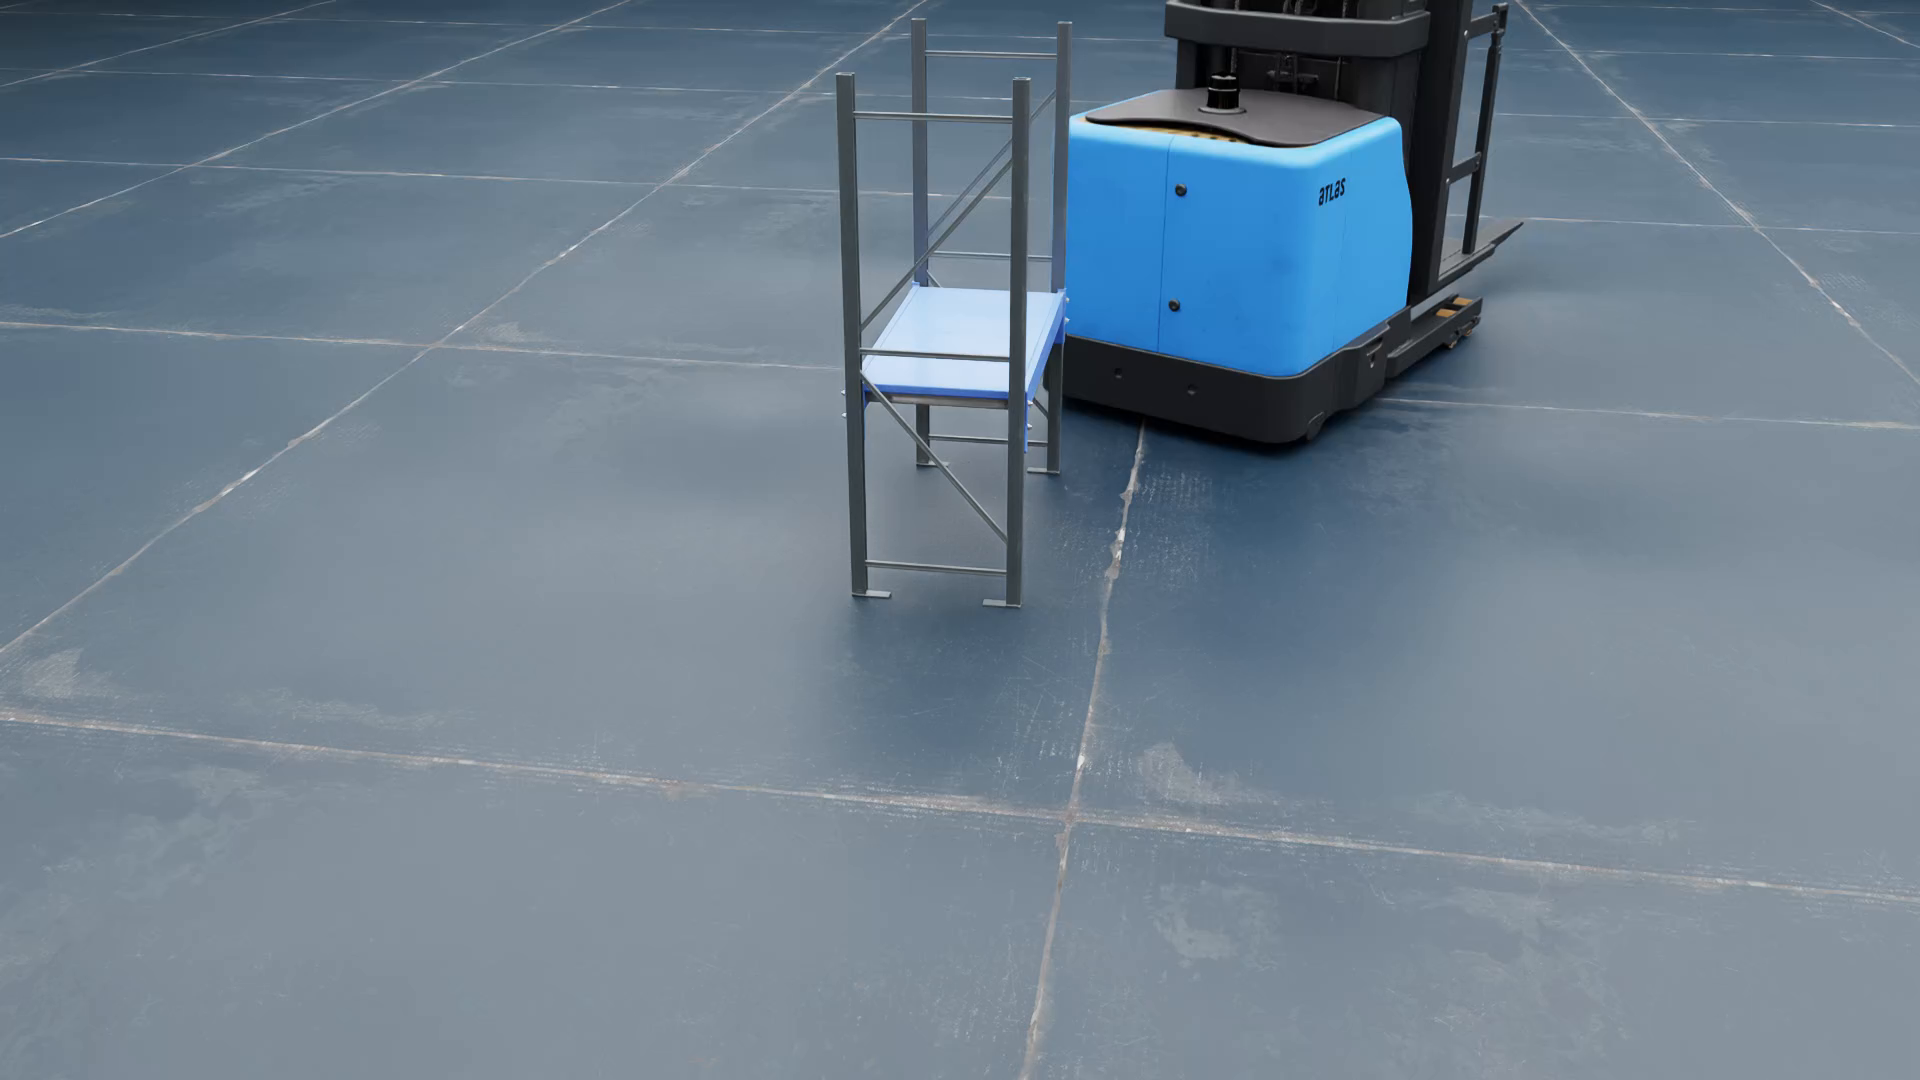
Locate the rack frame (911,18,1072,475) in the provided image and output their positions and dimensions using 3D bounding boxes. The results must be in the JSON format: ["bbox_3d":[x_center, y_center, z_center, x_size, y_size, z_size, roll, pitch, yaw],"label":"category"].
[{"bbox_3d":[0.097,-0.928,5.462,0.500,1.500,0.032,4,25,9],"label":"rack frame"}]

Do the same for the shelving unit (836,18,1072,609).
[{"bbox_3d":[0.014,-0.715,5.008,0.538,1.500,1.048,4,25,9],"label":"shelving unit"}]

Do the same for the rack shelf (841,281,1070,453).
[{"bbox_3d":[0.014,-0.552,5.085,0.538,0.185,1.000,4,25,9],"label":"rack shelf"}]

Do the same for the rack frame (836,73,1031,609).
[{"bbox_3d":[-0.069,-0.502,4.554,0.500,1.500,0.032,4,25,9],"label":"rack frame"}]

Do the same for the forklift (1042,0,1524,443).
[{"bbox_3d":[1.575,-2.234,6.565,1.130,2.935,3.031,17,30,32],"label":"forklift"}]
